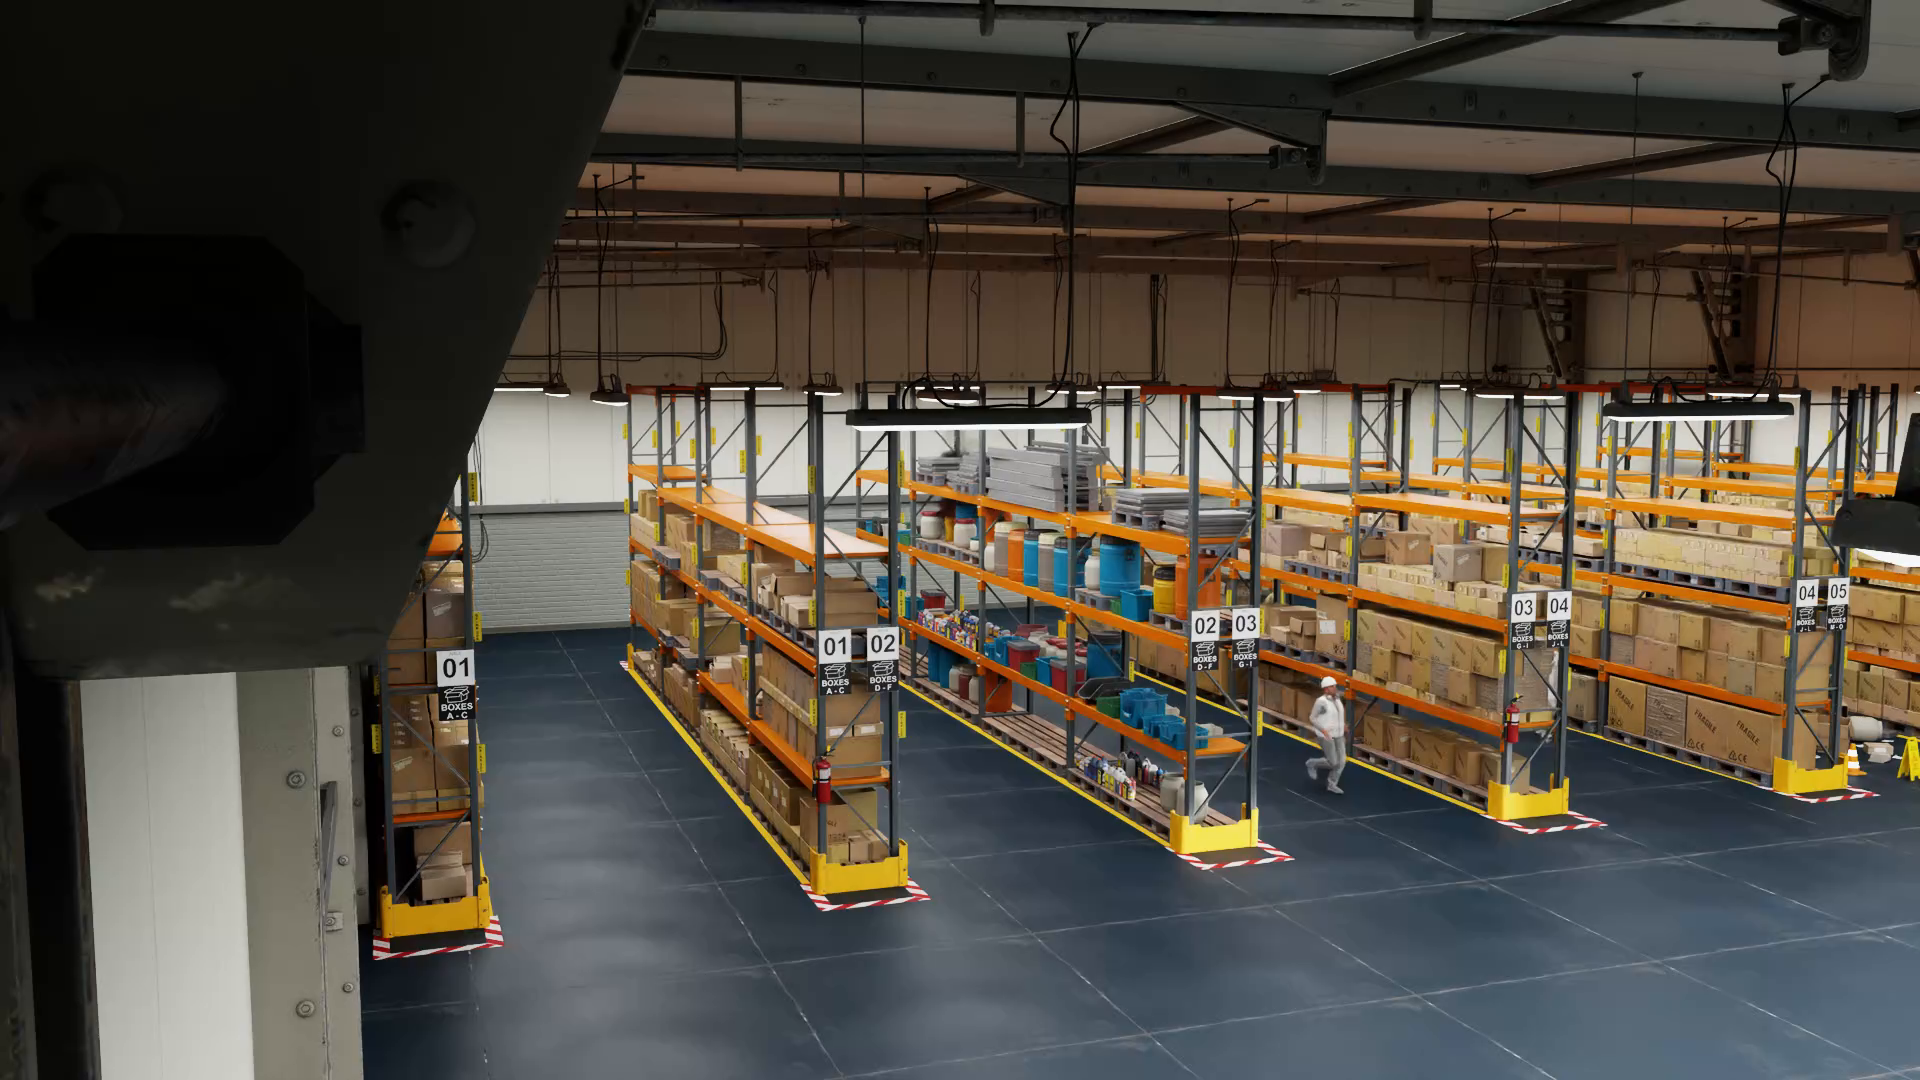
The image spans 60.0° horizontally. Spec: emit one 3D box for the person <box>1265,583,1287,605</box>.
[{"bbox_3d":[6.953,1.738,36.638,0.587,1.662,0.903,-2,6,-16],"label":"person"}]

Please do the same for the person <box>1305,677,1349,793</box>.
[{"bbox_3d":[5.520,2.906,24.937,0.660,1.732,0.634,-4,7,-36],"label":"person"}]

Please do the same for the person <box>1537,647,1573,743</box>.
[{"bbox_3d":[10.052,2.546,28.248,0.685,1.808,0.734,-2,6,-20],"label":"person"}]
